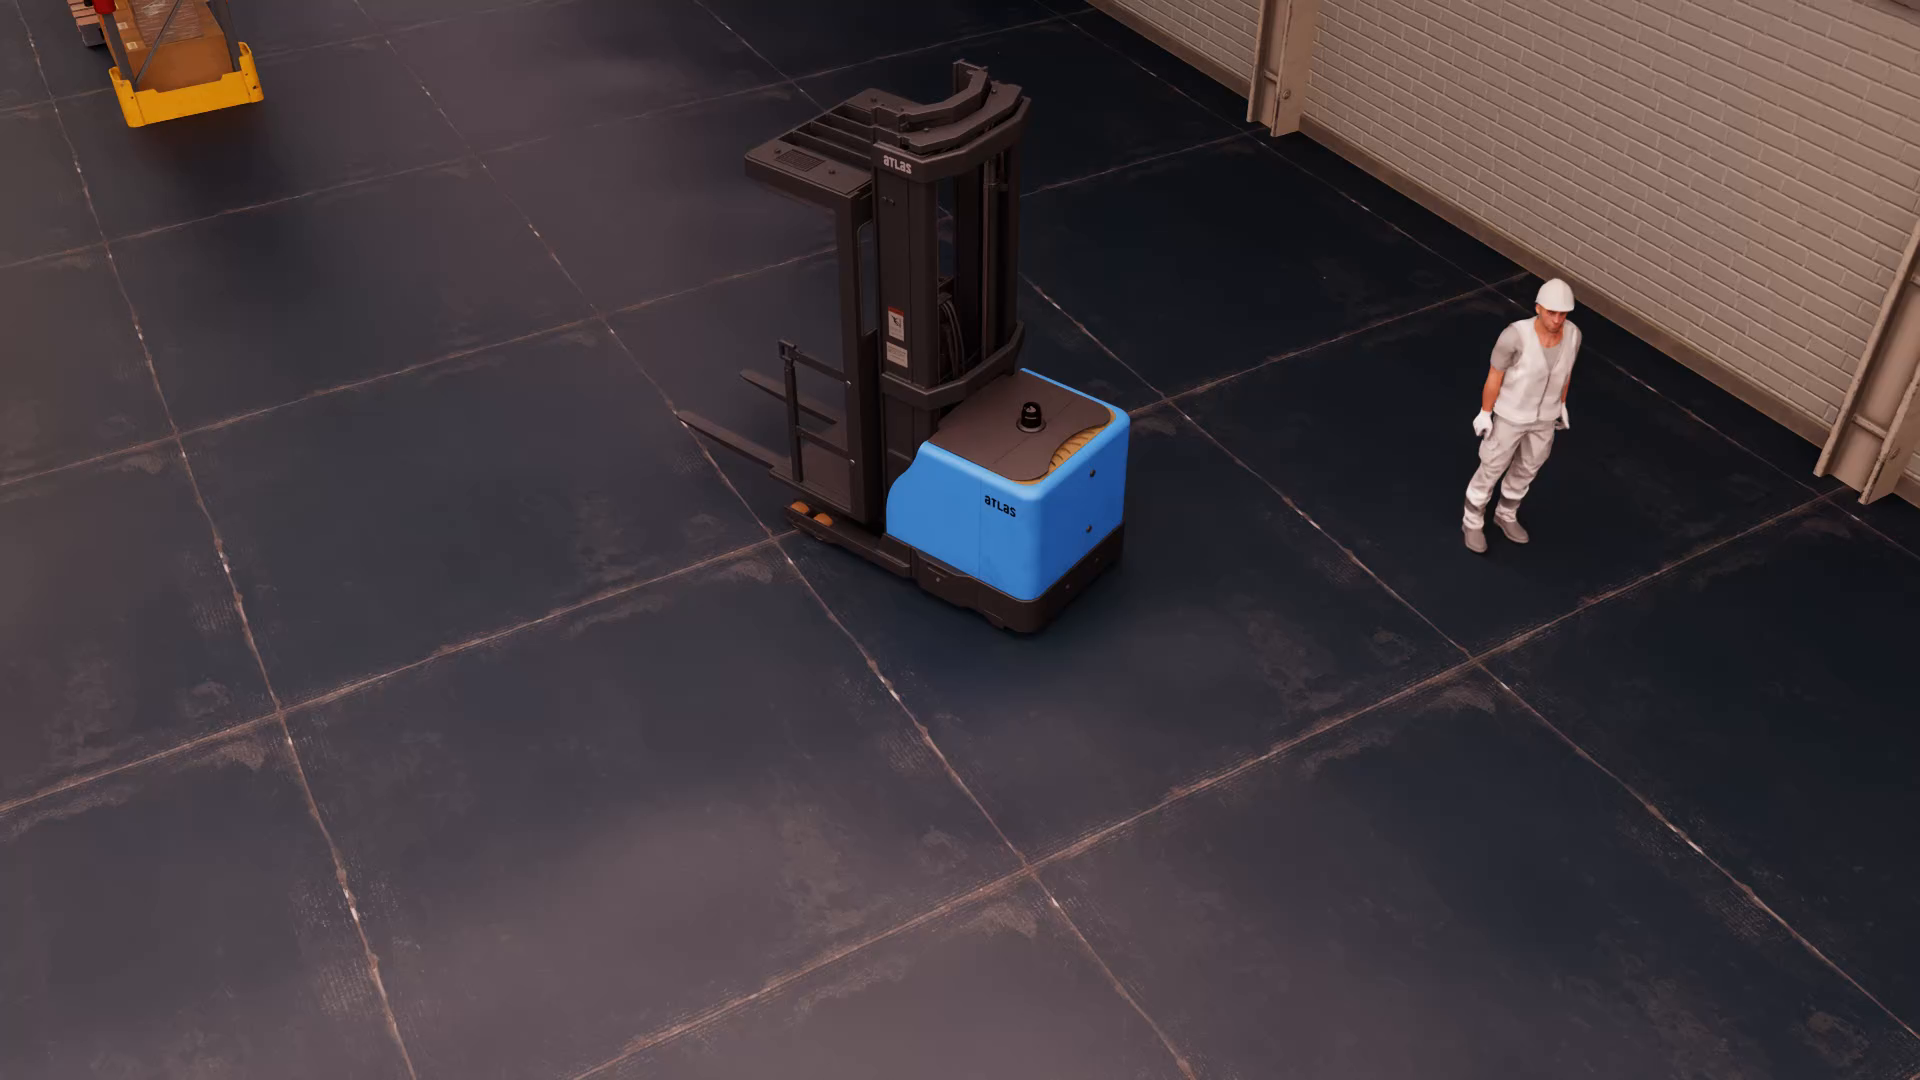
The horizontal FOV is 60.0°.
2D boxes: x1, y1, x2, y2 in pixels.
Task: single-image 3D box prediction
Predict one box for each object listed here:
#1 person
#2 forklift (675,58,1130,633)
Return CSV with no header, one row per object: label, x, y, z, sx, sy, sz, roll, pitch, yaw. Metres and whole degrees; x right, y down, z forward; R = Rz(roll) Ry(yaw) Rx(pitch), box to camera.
person,3.335,-0.726,9.806,0.587,1.795,0.367,-7,40,-8
forklift,-0.481,-1.366,9.683,3.031,2.935,1.130,26,46,28
